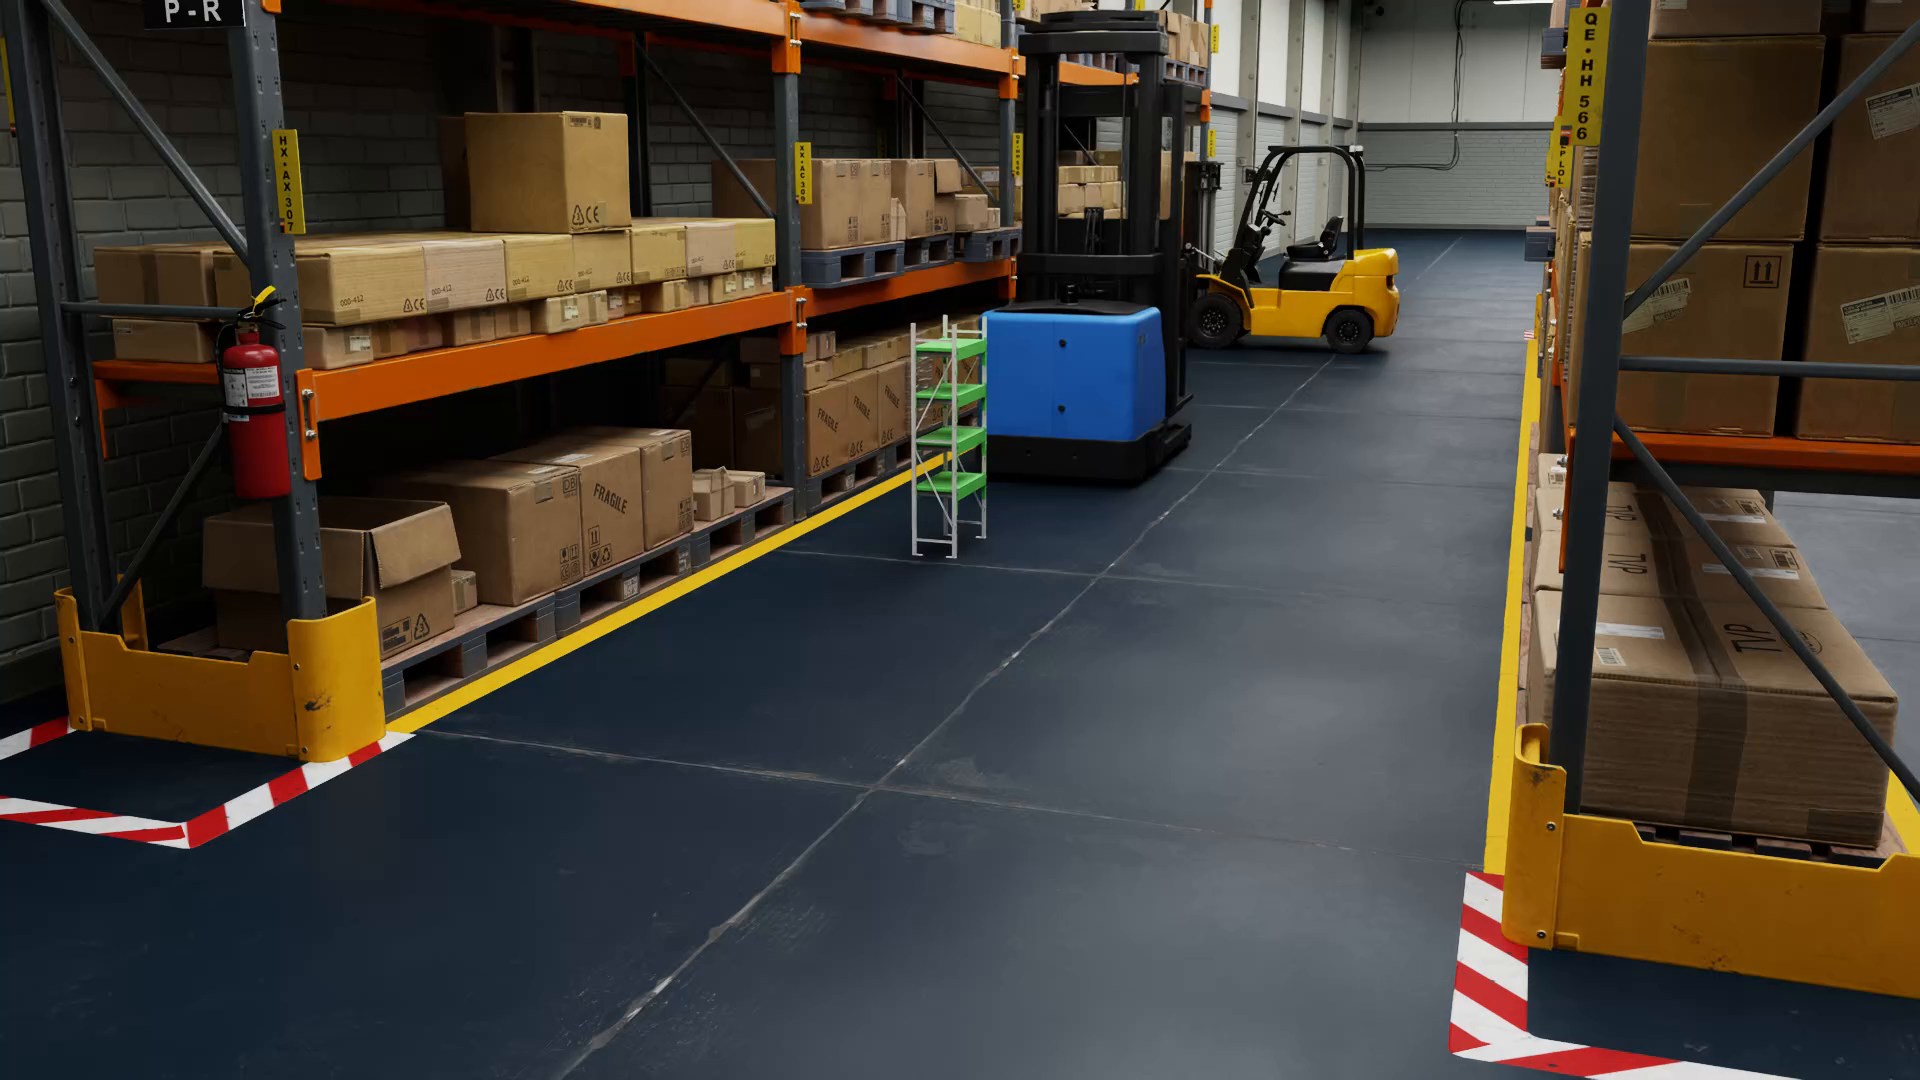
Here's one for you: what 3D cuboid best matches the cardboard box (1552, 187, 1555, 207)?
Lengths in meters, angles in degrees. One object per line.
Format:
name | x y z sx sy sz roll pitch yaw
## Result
cardboard box | 4.665 -2.713 12.298 0.500 0.500 0.500 4 13 17

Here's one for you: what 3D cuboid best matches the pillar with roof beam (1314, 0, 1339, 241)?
pillar with roof beam | 13.275 -11.717 40.100 9.100 9.000 0.400 4 14 18

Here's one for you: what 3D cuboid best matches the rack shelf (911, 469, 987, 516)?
rack shelf | -0.054 -0.254 8.769 0.258 0.148 0.480 4 14 18

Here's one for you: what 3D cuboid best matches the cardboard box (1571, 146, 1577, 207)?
cardboard box | 2.777 -1.595 6.762 0.500 0.500 0.500 4 14 18

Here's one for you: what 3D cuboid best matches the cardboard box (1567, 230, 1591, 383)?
cardboard box | 2.118 -0.679 4.997 0.500 0.500 0.500 4 13 17

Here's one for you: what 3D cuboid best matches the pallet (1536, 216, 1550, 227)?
pallet | 5.533 -2.688 14.453 1.003 0.211 1.213 4 14 18

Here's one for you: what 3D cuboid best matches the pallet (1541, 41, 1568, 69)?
pallet | 5.617 -4.180 14.242 1.213 0.211 1.003 4 14 18

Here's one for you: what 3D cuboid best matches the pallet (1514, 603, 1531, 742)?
pallet | 2.616 0.525 6.216 1.003 0.211 1.213 4 14 18

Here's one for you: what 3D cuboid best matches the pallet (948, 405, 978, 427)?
pallet | -0.352 -0.932 12.597 1.003 0.211 1.213 4 14 18

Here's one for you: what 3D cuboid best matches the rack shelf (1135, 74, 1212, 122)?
rack shelf | 1.867 -4.821 18.245 1.077 0.370 4.000 4 14 18

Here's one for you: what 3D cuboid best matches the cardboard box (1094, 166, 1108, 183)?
cardboard box | 1.165 -3.397 15.448 0.380 0.149 0.250 4 13 17

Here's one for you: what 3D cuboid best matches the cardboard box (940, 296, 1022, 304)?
cardboard box | 0.345 -1.761 14.357 0.875 0.625 0.625 5 14 20

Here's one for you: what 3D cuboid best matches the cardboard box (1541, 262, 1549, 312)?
cardboard box | 6.347 -2.633 17.334 0.500 0.500 0.500 5 14 19

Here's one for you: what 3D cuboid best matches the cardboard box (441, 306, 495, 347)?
cardboard box | -2.066 -0.852 6.545 0.380 0.149 0.250 5 14 20

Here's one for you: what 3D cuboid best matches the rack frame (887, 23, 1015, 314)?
rack frame | -0.074 -2.446 12.964 1.000 3.000 0.127 4 14 18

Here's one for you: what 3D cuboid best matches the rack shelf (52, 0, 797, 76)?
rack shelf | -2.016 -2.294 7.175 1.077 0.370 4.000 4 14 18

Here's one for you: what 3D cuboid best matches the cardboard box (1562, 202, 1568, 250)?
cardboard box | 3.397 -1.634 8.619 0.500 0.250 0.500 5 14 20

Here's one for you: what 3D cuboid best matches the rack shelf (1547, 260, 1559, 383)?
rack shelf | 3.977 -1.318 9.636 1.077 0.370 4.000 4 14 18

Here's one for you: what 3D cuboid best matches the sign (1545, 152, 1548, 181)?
sign | 6.699 -4.235 18.856 0.100 0.325 0.005 4 14 18

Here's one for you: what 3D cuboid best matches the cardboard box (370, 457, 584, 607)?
cardboard box | -2.062 -0.047 7.126 0.700 0.500 0.500 5 14 21

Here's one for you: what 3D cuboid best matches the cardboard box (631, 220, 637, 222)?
cardboard box | -1.940 -1.485 8.421 0.500 0.250 0.500 4 14 18

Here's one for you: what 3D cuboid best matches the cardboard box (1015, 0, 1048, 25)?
cardboard box | 0.391 -4.346 13.152 0.500 0.500 0.500 4 14 19

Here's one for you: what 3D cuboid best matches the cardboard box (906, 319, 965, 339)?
cardboard box | -0.180 -1.514 12.097 0.380 0.149 0.250 4 13 17

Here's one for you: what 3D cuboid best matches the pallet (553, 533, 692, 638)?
pallet | -1.985 0.158 7.821 1.003 0.211 1.213 4 14 18

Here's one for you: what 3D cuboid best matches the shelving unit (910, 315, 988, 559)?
shelving unit | -0.054 -0.550 8.702 0.258 1.200 0.503 4 14 18

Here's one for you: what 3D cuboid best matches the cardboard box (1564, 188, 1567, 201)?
cardboard box | 3.397 -2.005 8.560 0.500 0.500 0.500 5 14 20

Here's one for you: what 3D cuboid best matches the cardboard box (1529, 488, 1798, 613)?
cardboard box | 2.736 0.110 6.578 0.875 0.438 0.875 4 13 17

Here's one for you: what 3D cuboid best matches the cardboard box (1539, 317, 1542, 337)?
cardboard box | 6.353 -2.265 17.408 0.500 0.250 0.500 5 14 22

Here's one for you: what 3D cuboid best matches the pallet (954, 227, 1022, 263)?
pallet | -0.227 -2.205 12.337 1.213 0.211 1.003 4 14 18

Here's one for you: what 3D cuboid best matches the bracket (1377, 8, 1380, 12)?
bracket | 12.189 -15.481 48.504 0.076 0.066 3.189 4 14 18

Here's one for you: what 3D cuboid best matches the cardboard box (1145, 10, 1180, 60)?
cardboard box | 1.950 -5.457 18.014 0.797 0.503 0.637 5 14 20

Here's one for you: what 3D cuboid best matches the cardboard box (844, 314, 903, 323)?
cardboard box | -0.649 -1.607 12.503 0.380 0.149 0.250 5 14 20

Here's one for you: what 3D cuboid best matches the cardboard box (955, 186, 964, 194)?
cardboard box | -0.192 -2.731 13.427 0.500 0.250 0.500 5 14 20

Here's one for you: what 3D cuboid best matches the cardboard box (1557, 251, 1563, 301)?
cardboard box | 3.236 -1.287 8.221 0.500 0.250 0.500 4 13 17

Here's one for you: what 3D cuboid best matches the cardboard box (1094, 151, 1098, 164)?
cardboard box | 1.586 -3.907 17.013 0.380 0.149 0.250 5 14 19

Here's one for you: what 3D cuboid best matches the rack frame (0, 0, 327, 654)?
rack frame | -2.663 -0.762 5.584 1.000 3.000 0.127 4 14 18

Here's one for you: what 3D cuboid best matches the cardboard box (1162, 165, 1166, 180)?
cardboard box | 2.013 -3.969 17.953 0.380 0.149 0.250 4 13 17

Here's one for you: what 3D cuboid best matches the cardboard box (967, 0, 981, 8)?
cardboard box | -0.064 -3.884 11.966 0.380 0.149 0.250 4 13 17

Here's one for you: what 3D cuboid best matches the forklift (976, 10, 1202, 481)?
forklift | 1.033 -2.082 11.524 1.130 2.935 3.031 4 13 17

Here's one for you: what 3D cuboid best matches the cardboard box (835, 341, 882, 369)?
cardboard box | -0.720 -1.190 10.676 0.380 0.149 0.250 4 14 18

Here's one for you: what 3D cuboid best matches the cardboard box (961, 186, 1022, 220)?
cardboard box | 0.324 -2.691 13.249 0.500 0.250 0.500 4 14 18

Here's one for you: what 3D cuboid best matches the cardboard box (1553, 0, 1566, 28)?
cardboard box | 5.044 -4.217 13.375 0.500 0.250 0.500 4 14 18

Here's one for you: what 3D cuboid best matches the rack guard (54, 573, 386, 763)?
rack guard | -2.638 0.441 5.932 1.175 0.500 0.348 4 14 18

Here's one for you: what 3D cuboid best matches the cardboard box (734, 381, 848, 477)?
cardboard box | -0.999 -0.675 9.880 0.500 0.500 0.500 5 14 21

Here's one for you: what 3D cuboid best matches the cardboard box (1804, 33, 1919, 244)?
cardboard box | 2.460 -1.022 4.252 0.500 0.500 0.500 4 13 17

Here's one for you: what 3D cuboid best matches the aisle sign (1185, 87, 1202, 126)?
aisle sign | 2.813 -5.390 20.022 0.394 0.787 0.004 4 14 18

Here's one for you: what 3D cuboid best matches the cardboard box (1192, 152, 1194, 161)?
cardboard box | 2.547 -4.496 19.593 0.380 0.149 0.250 4 14 18

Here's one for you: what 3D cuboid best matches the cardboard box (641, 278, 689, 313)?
cardboard box | -1.524 -1.174 7.955 0.380 0.149 0.250 4 13 18

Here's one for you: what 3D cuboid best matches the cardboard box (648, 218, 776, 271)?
cardboard box | -1.302 -1.551 8.710 0.500 0.250 0.500 5 14 20

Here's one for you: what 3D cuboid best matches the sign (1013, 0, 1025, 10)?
sign | 0.439 -4.121 12.399 0.100 0.325 0.005 4 14 18

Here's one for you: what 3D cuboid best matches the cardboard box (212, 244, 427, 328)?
cardboard box | -2.261 -0.910 5.901 0.500 0.250 0.500 4 14 19

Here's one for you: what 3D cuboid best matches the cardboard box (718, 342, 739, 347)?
cardboard box | -1.314 -1.168 10.579 0.380 0.149 0.250 4 13 16

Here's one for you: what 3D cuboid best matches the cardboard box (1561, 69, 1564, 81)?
cardboard box | 6.383 -4.795 17.079 0.380 0.149 0.250 5 14 19

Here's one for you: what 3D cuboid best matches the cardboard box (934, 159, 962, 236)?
cardboard box | -0.427 -2.344 11.341 0.797 0.503 0.637 4 13 17
